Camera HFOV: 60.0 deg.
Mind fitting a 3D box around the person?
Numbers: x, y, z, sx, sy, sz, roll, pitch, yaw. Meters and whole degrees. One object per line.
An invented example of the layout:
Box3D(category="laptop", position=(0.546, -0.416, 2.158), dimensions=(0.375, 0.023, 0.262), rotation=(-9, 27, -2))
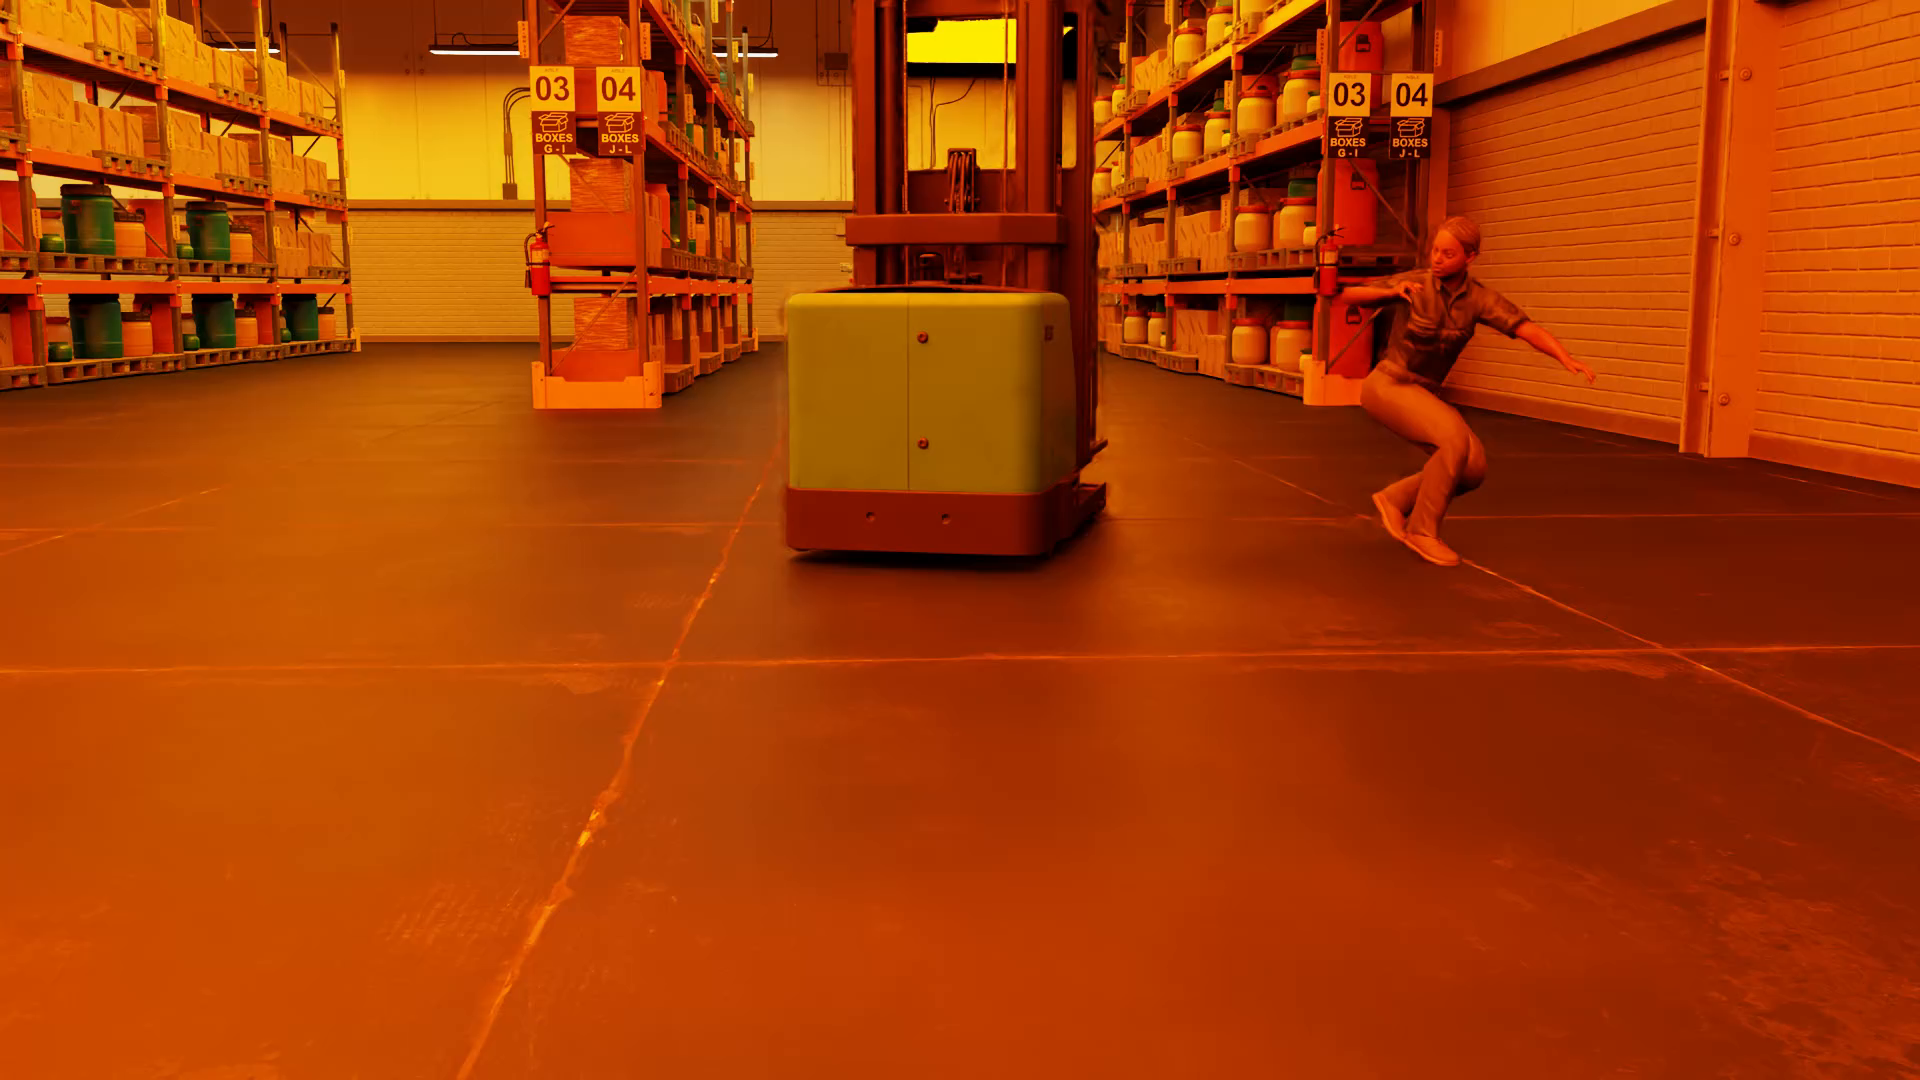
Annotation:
Box3D(category="person", position=(1.980, -0.593, 6.651), dimensions=(0.690, 1.385, 0.966), rotation=(-5, 10, -32))

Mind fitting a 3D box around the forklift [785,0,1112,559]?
Box3D(category="forklift", position=(0.105, -1.548, 7.753), dimensions=(1.130, 2.935, 3.031), rotation=(2, 9, 12))
